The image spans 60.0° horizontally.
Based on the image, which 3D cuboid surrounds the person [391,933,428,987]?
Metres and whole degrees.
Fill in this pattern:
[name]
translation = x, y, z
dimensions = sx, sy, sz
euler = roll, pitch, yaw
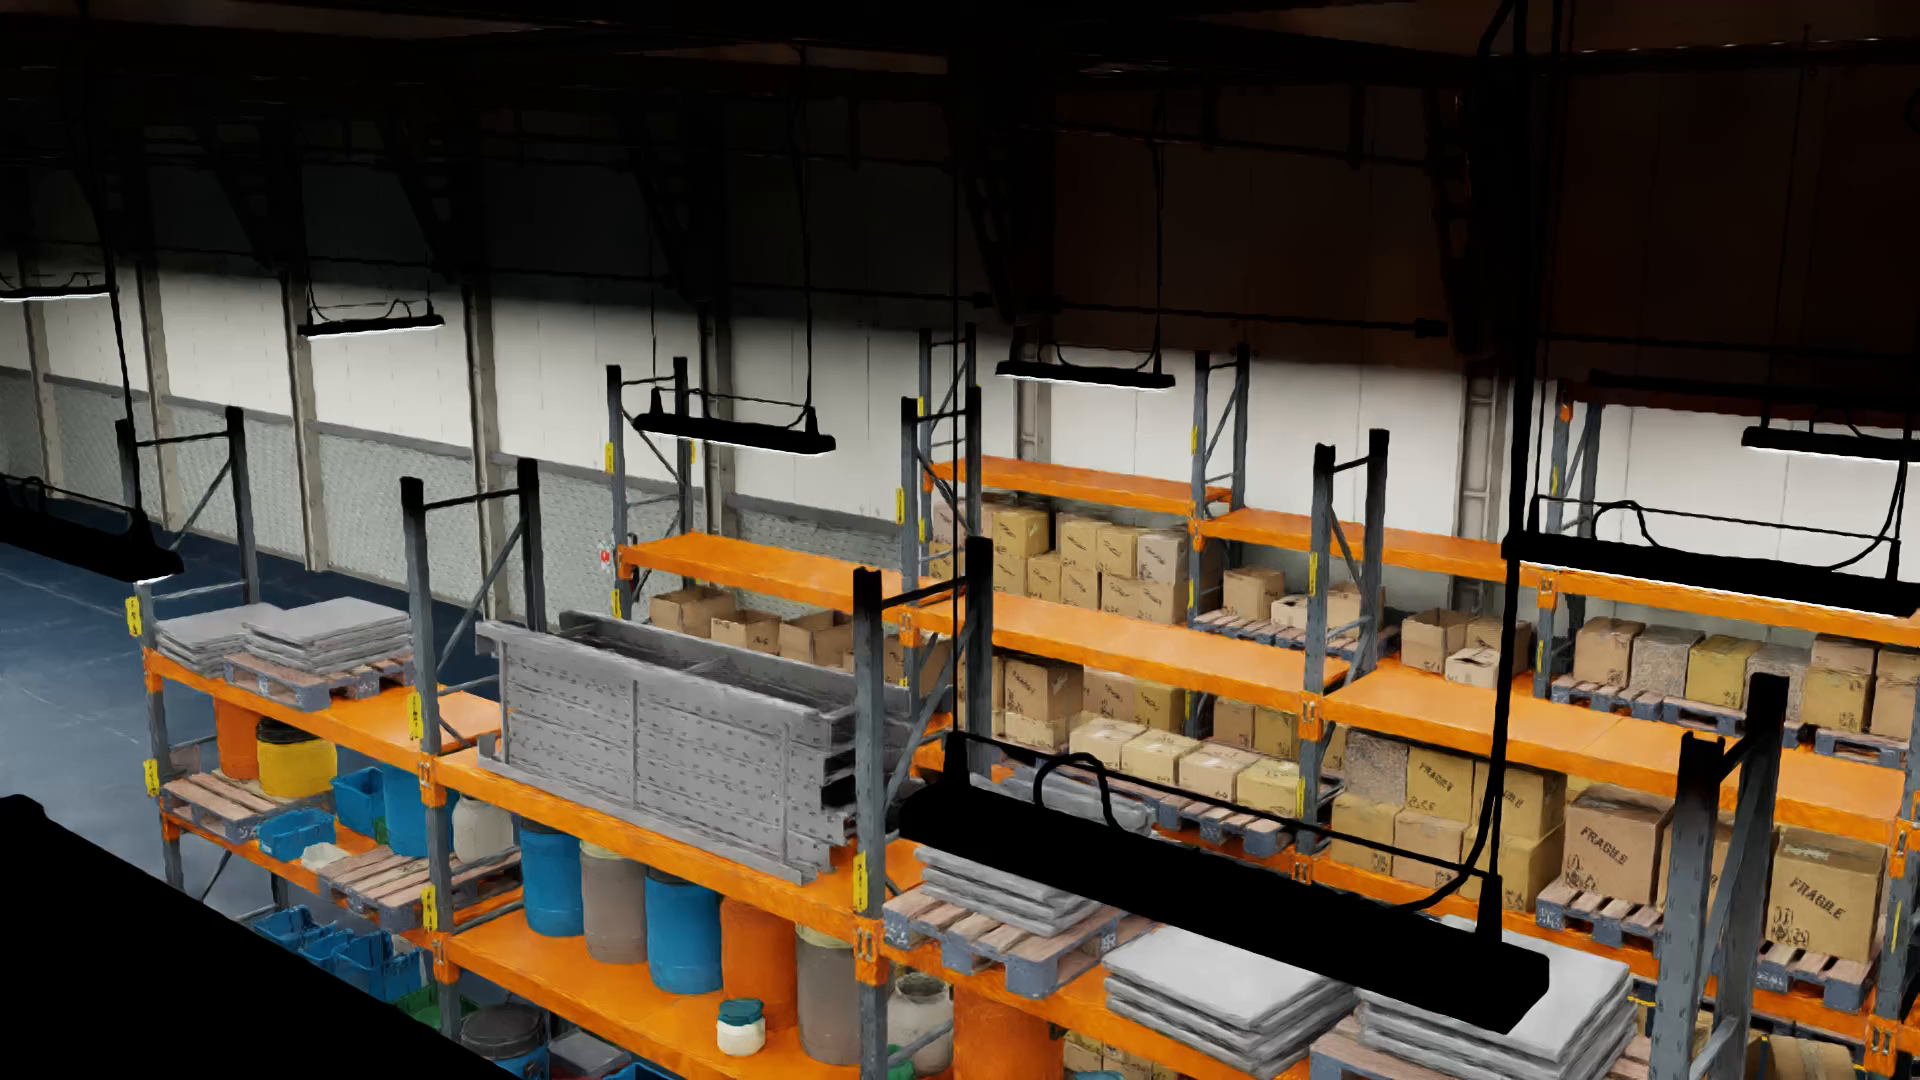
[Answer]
[person]
translation = -5.187, 3.758, 15.756
dimensions = 0.477, 1.675, 0.487
euler = -5, 13, -20
